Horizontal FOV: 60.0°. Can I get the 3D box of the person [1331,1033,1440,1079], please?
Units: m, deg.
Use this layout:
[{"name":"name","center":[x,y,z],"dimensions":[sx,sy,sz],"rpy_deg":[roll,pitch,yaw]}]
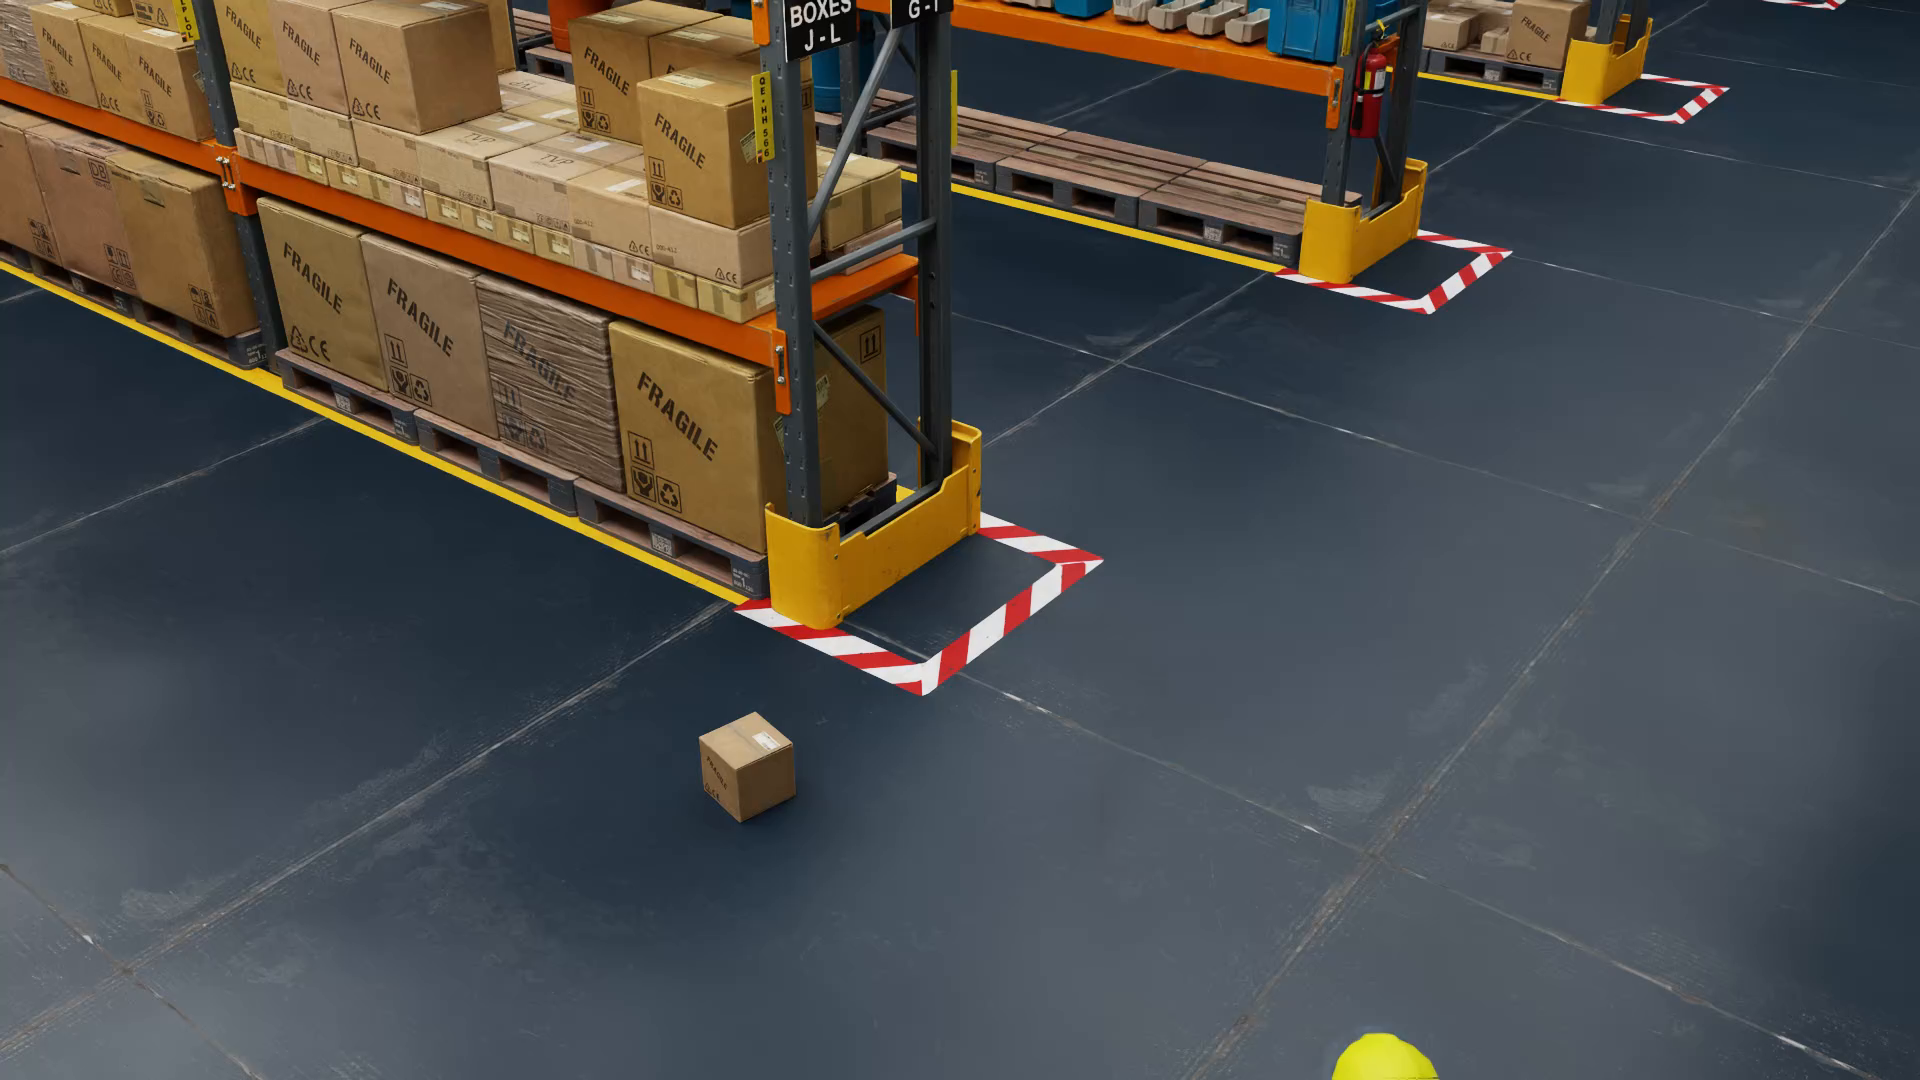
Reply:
[{"name":"person","center":[0.737,1.662,3.290],"dimensions":[0.589,1.748,0.738],"rpy_deg":[-11,32,-17]}]
